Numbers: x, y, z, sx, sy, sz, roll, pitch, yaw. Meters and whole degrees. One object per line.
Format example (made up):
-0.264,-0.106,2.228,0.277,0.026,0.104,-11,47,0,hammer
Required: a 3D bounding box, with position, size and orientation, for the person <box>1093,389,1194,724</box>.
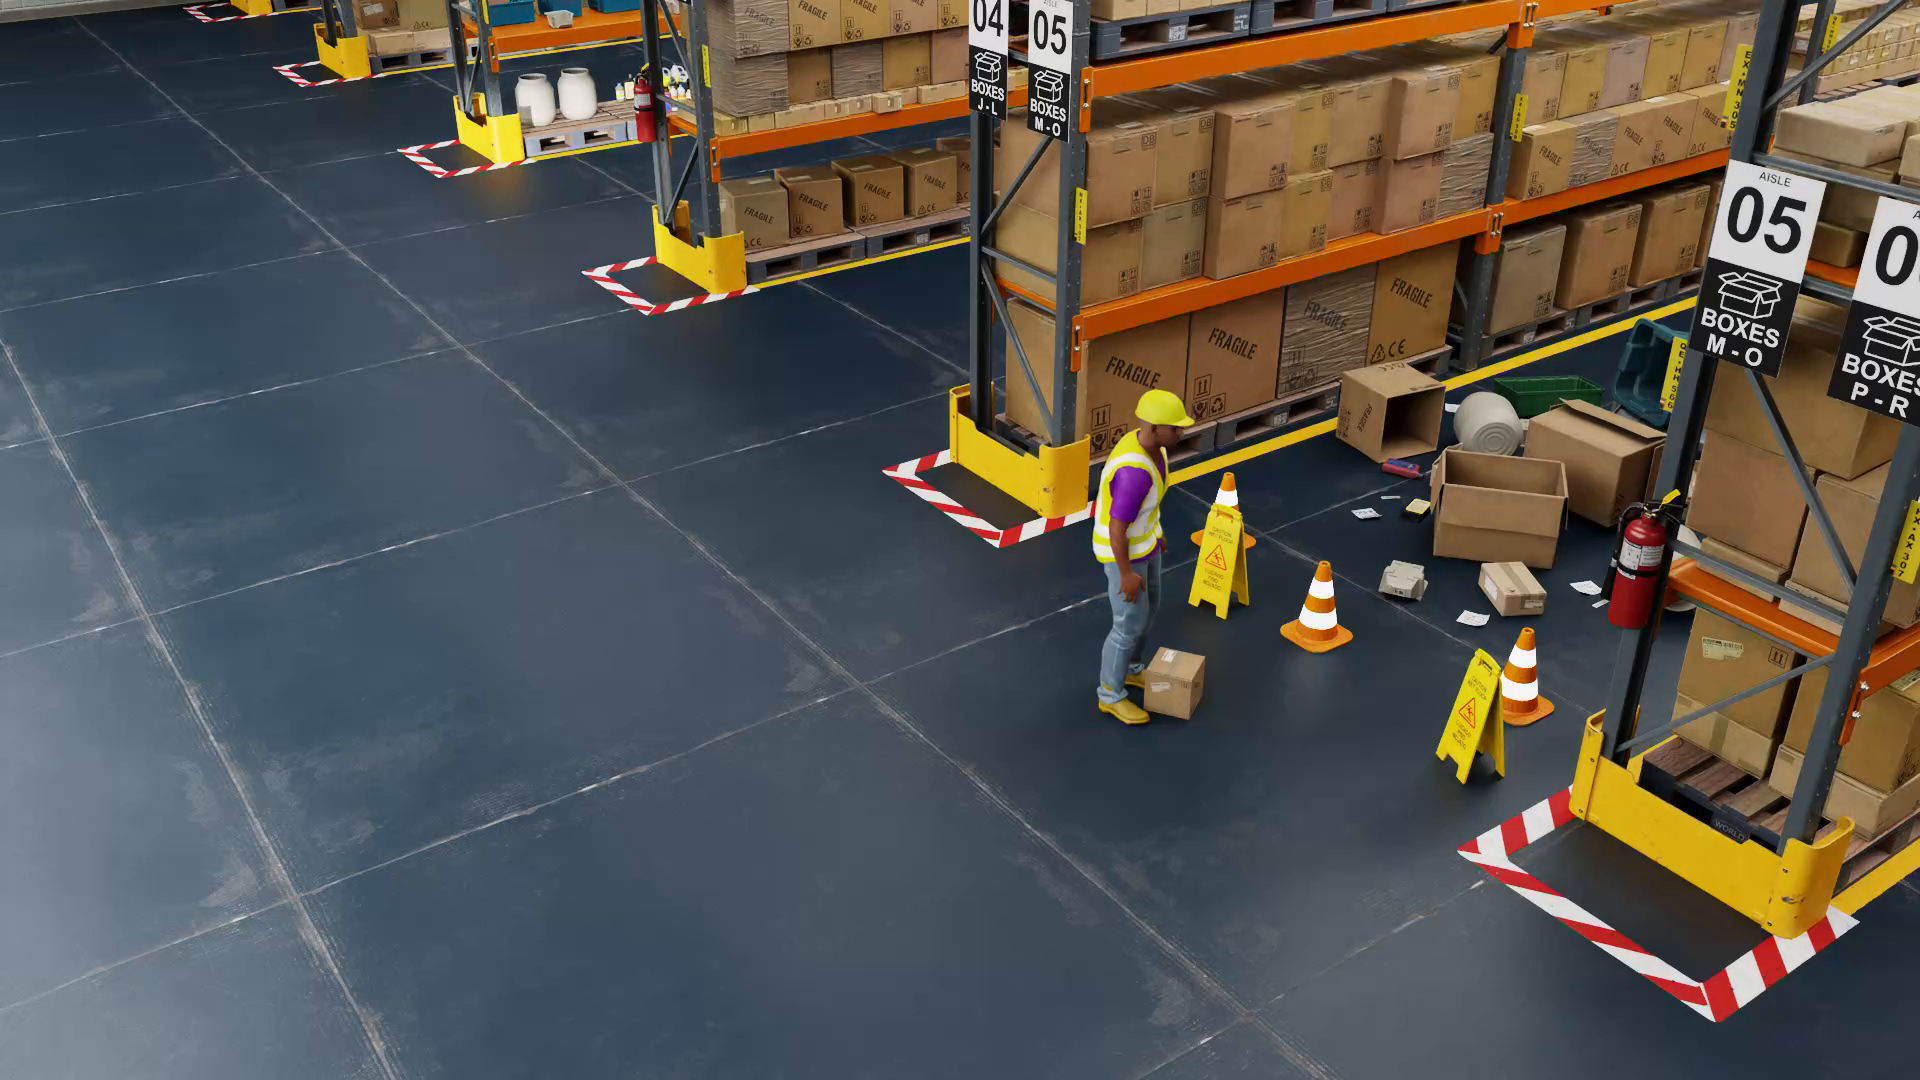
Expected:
0.919,0.051,8.510,0.455,1.760,0.635,11,30,19,person
